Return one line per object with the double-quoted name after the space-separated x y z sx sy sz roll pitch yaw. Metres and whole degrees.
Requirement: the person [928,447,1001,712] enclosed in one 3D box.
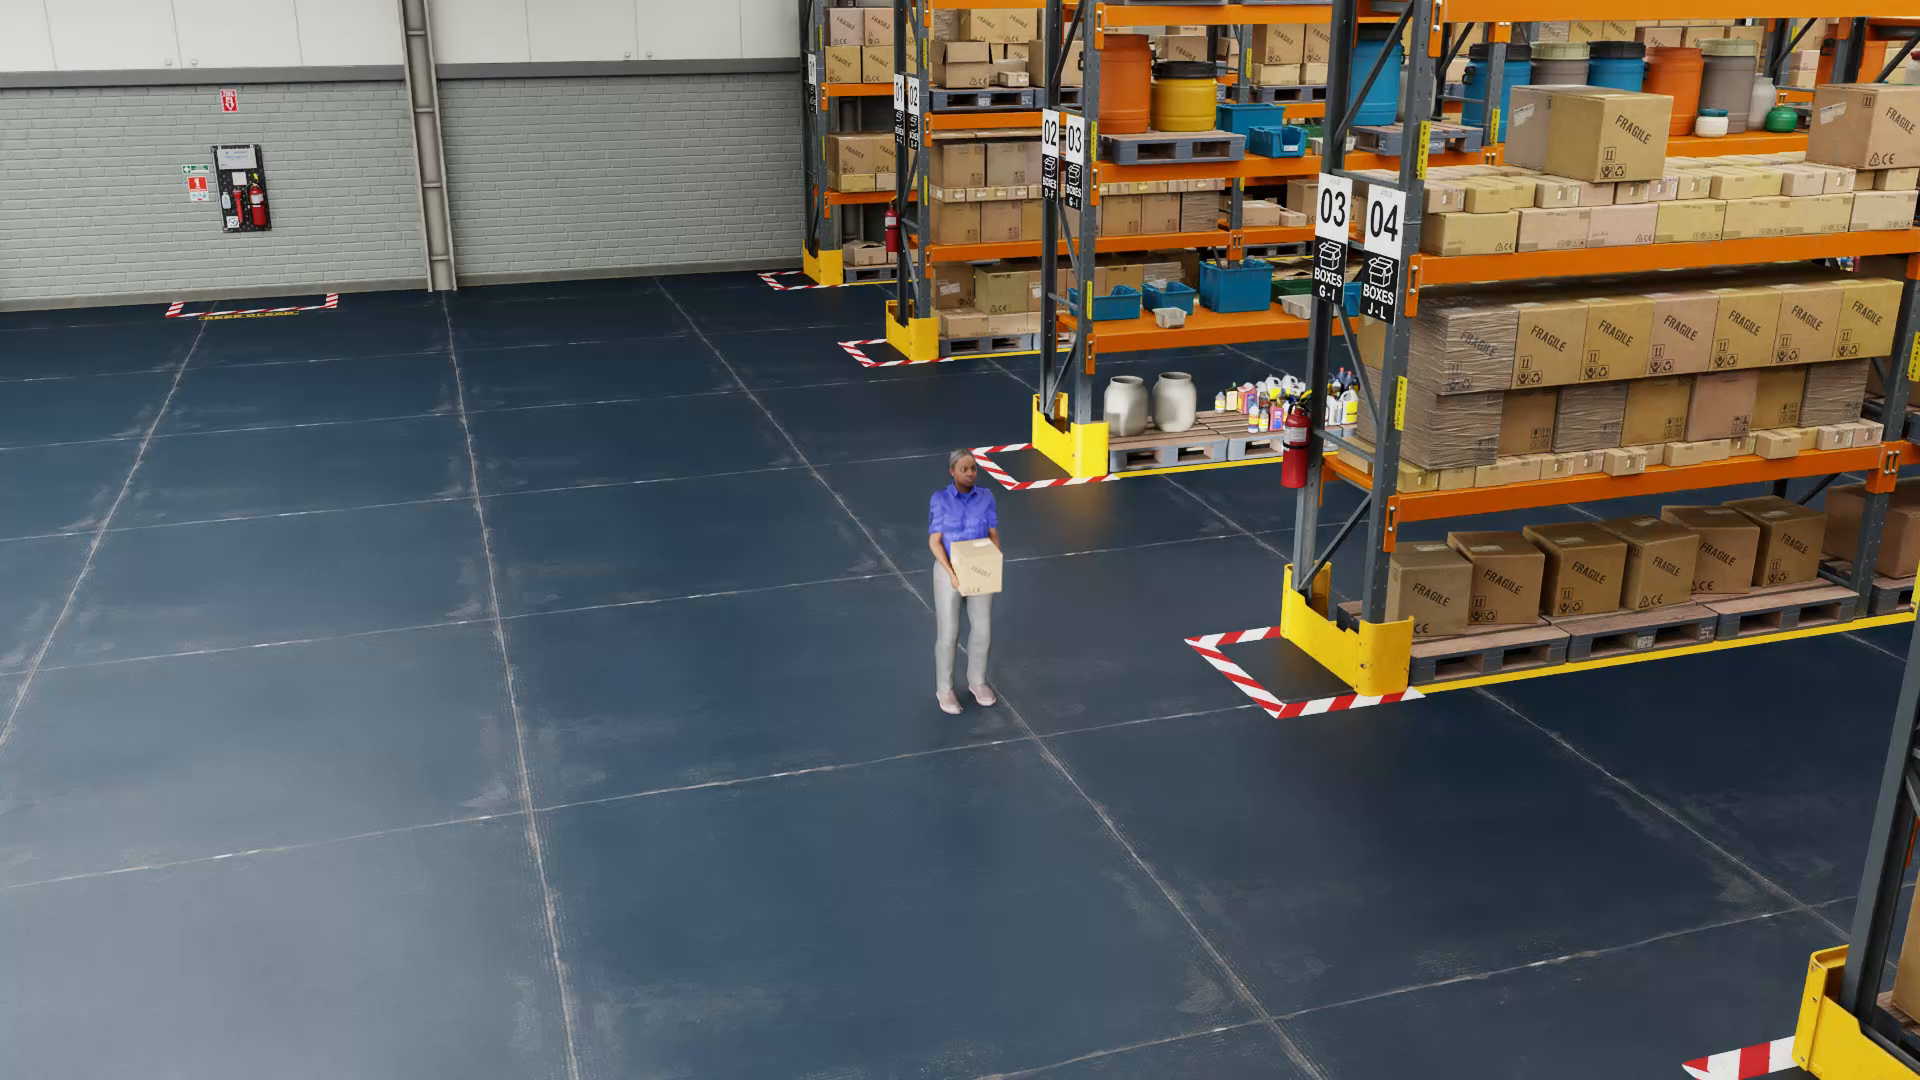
0.047 0.259 10.341 0.460 1.653 0.500 -6 20 -17 "person"
